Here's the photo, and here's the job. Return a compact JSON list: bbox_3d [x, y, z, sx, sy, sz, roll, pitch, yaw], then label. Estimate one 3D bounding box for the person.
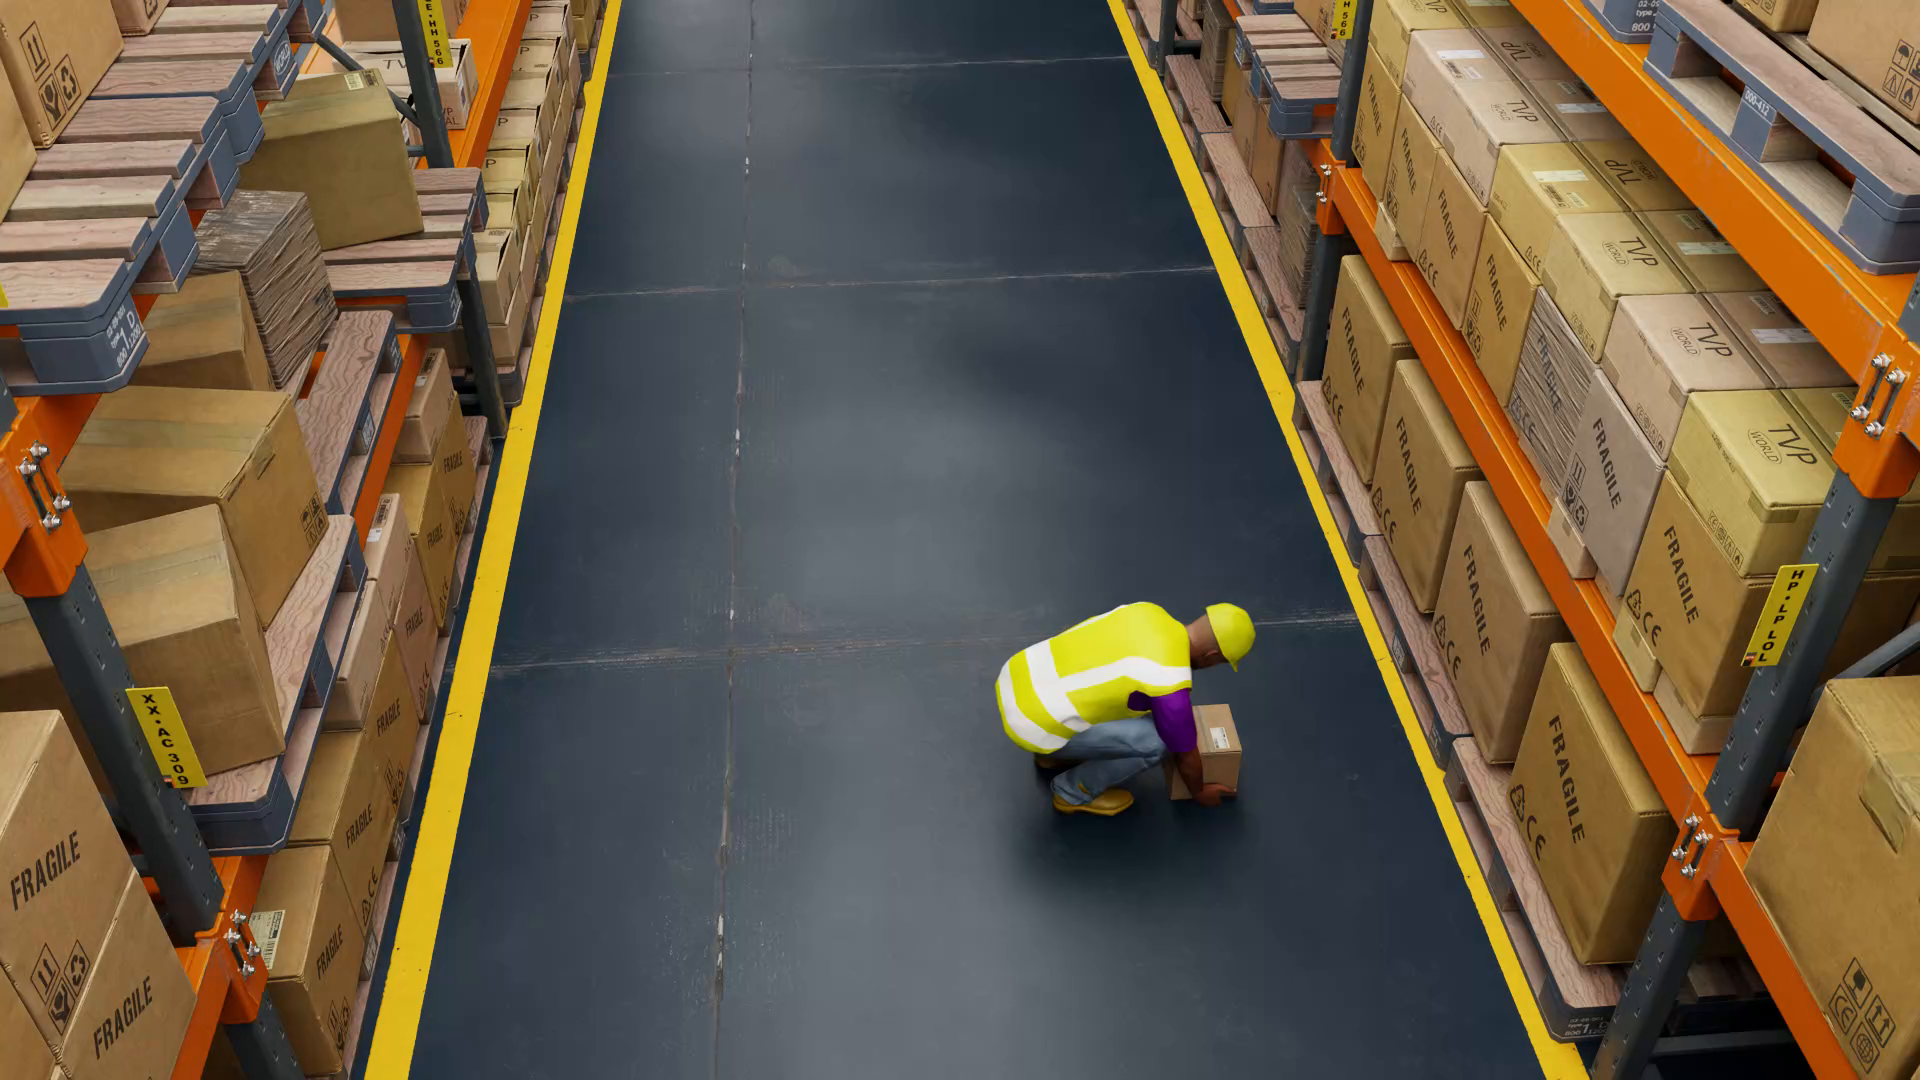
[{"bbox_3d":[0.605,0.619,6.190,0.944,0.861,0.531,-4,39,-5],"label":"person"}]
